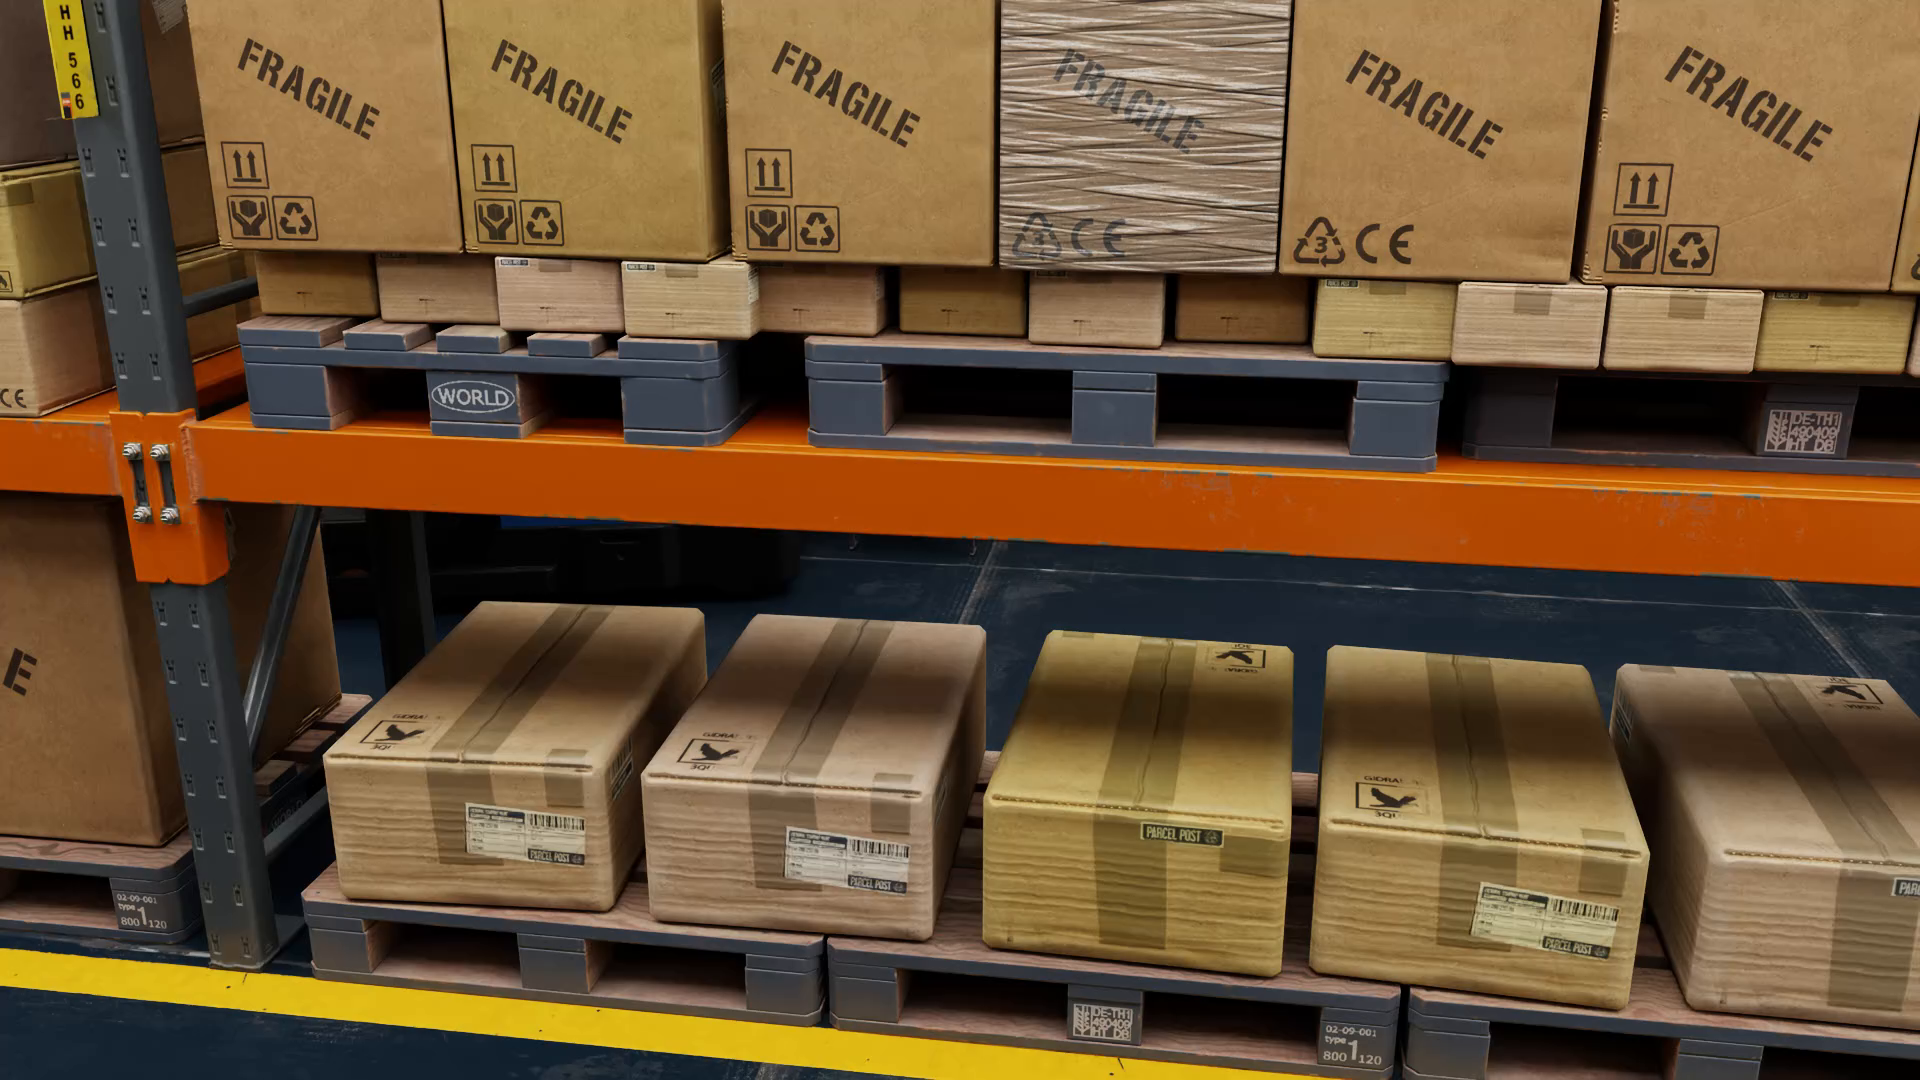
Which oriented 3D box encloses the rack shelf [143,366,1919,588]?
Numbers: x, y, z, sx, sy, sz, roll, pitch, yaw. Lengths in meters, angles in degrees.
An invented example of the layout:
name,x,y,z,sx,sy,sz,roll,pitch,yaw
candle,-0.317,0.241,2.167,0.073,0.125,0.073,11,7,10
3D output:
name,x,y,z,sx,sy,sz,roll,pitch,yaw
rack shelf,0.383,-0.143,3.637,4.000,0.370,1.077,3,19,9

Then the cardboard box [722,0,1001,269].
name,x,y,z,sx,sy,sz,roll,pitch,yaw
cardboard box,-0.143,-0.829,3.264,0.500,0.500,0.500,3,19,10

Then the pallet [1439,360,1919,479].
name,x,y,z,sx,sy,sz,roll,pitch,yaw
pallet,1.626,-0.377,3.504,1.213,0.211,1.003,3,19,9

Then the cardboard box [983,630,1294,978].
name,x,y,z,sx,sy,sz,roll,pitch,yaw
cardboard box,0.443,0.568,3.857,0.625,0.372,0.950,4,19,10

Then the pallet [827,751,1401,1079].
name,x,y,z,sx,sy,sz,roll,pitch,yaw
pallet,0.381,0.839,3.962,1.213,0.211,1.003,3,19,9

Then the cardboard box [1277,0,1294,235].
name,x,y,z,sx,sy,sz,roll,pitch,yaw
cardboard box,0.451,-0.961,3.661,0.500,0.500,0.500,2,19,6

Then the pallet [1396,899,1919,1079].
name,x,y,z,sx,sy,sz,roll,pitch,yaw
pallet,1.589,0.900,3.780,1.213,0.211,1.003,3,19,9

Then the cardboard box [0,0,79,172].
name,x,y,z,sx,sy,sz,roll,pitch,yaw
cardboard box,-2.143,-1.051,3.482,0.500,0.500,0.500,2,19,7

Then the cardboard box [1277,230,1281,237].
name,x,y,z,sx,sy,sz,roll,pitch,yaw
cardboard box,0.834,-0.635,3.708,0.250,0.149,0.380,3,19,9

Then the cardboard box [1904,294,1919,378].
name,x,y,z,sx,sy,sz,roll,pitch,yaw
cardboard box,1.806,-0.403,3.014,0.250,0.149,0.380,3,19,9

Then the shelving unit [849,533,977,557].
name,x,y,z,sx,sy,sz,roll,pitch,yaw
shelving unit,-0.163,-1.004,6.495,0.503,2.100,0.431,3,19,9

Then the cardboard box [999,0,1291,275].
name,x,y,z,sx,sy,sz,roll,pitch,yaw
cardboard box,0.350,-0.801,3.182,0.500,0.500,0.500,2,19,7

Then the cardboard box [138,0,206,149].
name,x,y,z,sx,sy,sz,roll,pitch,yaw
cardboard box,-2.040,-1.208,3.952,0.500,0.500,0.500,2,19,7

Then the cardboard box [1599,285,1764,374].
name,x,y,z,sx,sy,sz,roll,pitch,yaw
cardboard box,1.288,-0.424,3.076,0.250,0.149,0.380,3,19,8

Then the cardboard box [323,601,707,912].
name,x,y,z,sx,sy,sz,roll,pitch,yaw
cardboard box,-1.035,0.494,4.080,0.625,0.372,0.950,2,19,5

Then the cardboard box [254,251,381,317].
name,x,y,z,sx,sy,sz,roll,pitch,yaw
cardboard box,-1.300,-0.590,3.574,0.250,0.149,0.380,2,19,5

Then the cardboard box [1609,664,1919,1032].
name,x,y,z,sx,sy,sz,roll,pitch,yaw
cardboard box,1.840,0.638,3.649,0.625,0.372,0.950,3,19,9

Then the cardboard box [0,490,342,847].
name,x,y,z,sx,sy,sz,roll,pitch,yaw
cardboard box,-2.260,0.163,4.276,0.875,0.875,0.875,3,19,8

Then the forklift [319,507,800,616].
name,x,y,z,sx,sy,sz,roll,pitch,yaw
forklift,-2.148,-1.286,6.027,3.031,2.935,1.130,-2,19,-6

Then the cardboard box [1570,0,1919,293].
name,x,y,z,sx,sy,sz,roll,pitch,yaw
cardboard box,1.376,-0.747,3.020,0.500,0.500,0.500,3,19,9

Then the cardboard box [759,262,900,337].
name,x,y,z,sx,sy,sz,roll,pitch,yaw
cardboard box,-0.245,-0.529,3.392,0.250,0.149,0.380,4,19,12

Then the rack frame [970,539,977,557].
name,x,y,z,sx,sy,sz,roll,pitch,yaw
rack frame,0.077,-0.992,6.458,0.015,2.100,0.400,3,19,9

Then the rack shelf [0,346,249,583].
name,x,y,z,sx,sy,sz,roll,pitch,yaw
rack shelf,-3.566,-0.344,4.239,4.000,0.370,1.077,3,19,9

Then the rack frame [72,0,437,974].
name,x,y,z,sx,sy,sz,roll,pitch,yaw
rack frame,-1.591,-0.585,3.824,0.127,3.000,1.000,3,19,9

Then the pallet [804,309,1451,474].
name,x,y,z,sx,sy,sz,roll,pitch,yaw
pallet,0.370,-0.407,3.595,1.213,0.211,1.003,3,19,9

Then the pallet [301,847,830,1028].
name,x,y,z,sx,sy,sz,roll,pitch,yaw
pallet,-0.820,0.777,4.147,1.213,0.211,1.003,3,19,9

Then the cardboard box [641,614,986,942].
name,x,y,z,sx,sy,sz,roll,pitch,yaw
cardboard box,-0.305,0.528,3.976,0.625,0.372,0.950,3,19,8

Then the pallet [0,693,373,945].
name,x,y,z,sx,sy,sz,roll,pitch,yaw
pallet,-2.358,0.674,4.455,1.213,0.211,1.003,3,19,9

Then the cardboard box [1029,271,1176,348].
name,x,y,z,sx,sy,sz,roll,pitch,yaw
cardboard box,0.288,-0.494,3.285,0.250,0.149,0.380,4,19,10

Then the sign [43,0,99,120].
name,x,y,z,sx,sy,sz,roll,pitch,yaw
sign,-1.676,-0.960,3.120,0.005,0.325,0.100,3,19,9

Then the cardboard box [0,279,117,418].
name,x,y,z,sx,sy,sz,roll,pitch,yaw
cardboard box,-2.132,-0.458,3.680,0.500,0.250,0.500,2,19,7

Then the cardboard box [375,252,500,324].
name,x,y,z,sx,sy,sz,roll,pitch,yaw
cardboard box,-1.026,-0.566,3.500,0.250,0.149,0.380,2,19,5

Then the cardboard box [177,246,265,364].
name,x,y,z,sx,sy,sz,roll,pitch,yaw
cardboard box,-2.035,-0.617,4.157,0.500,0.250,0.500,3,19,8

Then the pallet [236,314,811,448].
name,x,y,z,sx,sy,sz,roll,pitch,yaw
pallet,-0.871,-0.491,3.847,1.003,0.211,1.213,3,19,9

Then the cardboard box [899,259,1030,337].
name,x,y,z,sx,sy,sz,roll,pitch,yaw
cardboard box,0.040,-0.527,3.386,0.250,0.149,0.380,4,19,11

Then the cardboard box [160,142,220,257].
name,x,y,z,sx,sy,sz,roll,pitch,yaw
cardboard box,-2.053,-0.854,4.076,0.500,0.250,0.500,3,19,8

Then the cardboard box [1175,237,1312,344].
name,x,y,z,sx,sy,sz,roll,pitch,yaw
cardboard box,0.557,-0.504,3.317,0.250,0.149,0.380,2,19,7

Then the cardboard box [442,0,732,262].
name,x,y,z,sx,sy,sz,roll,pitch,yaw
cardboard box,-0.668,-0.853,3.338,0.500,0.500,0.500,4,19,11

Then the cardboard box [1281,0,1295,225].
name,x,y,z,sx,sy,sz,roll,pitch,yaw
cardboard box,0.960,-0.939,3.593,0.500,0.500,0.500,3,19,8

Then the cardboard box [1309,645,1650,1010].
name,x,y,z,sx,sy,sz,roll,pitch,yaw
cardboard box,1.129,0.603,3.754,0.625,0.372,0.950,4,19,12

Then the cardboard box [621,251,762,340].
name,x,y,z,sx,sy,sz,roll,pitch,yaw
cardboard box,-0.495,-0.517,3.355,0.250,0.149,0.380,3,19,9

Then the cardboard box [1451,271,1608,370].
name,x,y,z,sx,sy,sz,roll,pitch,yaw
cardboard box,1.036,-0.435,3.111,0.250,0.149,0.380,3,19,9

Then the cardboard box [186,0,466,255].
name,x,y,z,sx,sy,sz,roll,pitch,yaw
cardboard box,-1.184,-0.877,3.410,0.500,0.500,0.500,2,19,7

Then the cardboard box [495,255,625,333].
name,x,y,z,sx,sy,sz,roll,pitch,yaw
cardboard box,-0.763,-0.537,3.416,0.250,0.149,0.380,2,19,5

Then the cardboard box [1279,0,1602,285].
name,x,y,z,sx,sy,sz,roll,pitch,yaw
cardboard box,0.867,-0.775,3.104,0.500,0.500,0.500,4,19,11

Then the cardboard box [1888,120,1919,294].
name,x,y,z,sx,sy,sz,roll,pitch,yaw
cardboard box,1.865,-0.723,2.947,0.500,0.500,0.500,3,19,8

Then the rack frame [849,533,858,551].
name,x,y,z,sx,sy,sz,roll,pitch,yaw
rack frame,-0.404,-1.016,6.532,0.015,2.100,0.400,3,19,9

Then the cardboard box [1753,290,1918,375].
name,x,y,z,sx,sy,sz,roll,pitch,yaw
cardboard box,1.549,-0.422,3.070,0.250,0.149,0.380,2,19,7

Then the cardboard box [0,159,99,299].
name,x,y,z,sx,sy,sz,roll,pitch,yaw
cardboard box,-2.110,-0.696,3.603,0.500,0.250,0.500,3,19,8

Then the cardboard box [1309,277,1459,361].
name,x,y,z,sx,sy,sz,roll,pitch,yaw
cardboard box,0.801,-0.459,3.181,0.250,0.149,0.380,3,19,9
